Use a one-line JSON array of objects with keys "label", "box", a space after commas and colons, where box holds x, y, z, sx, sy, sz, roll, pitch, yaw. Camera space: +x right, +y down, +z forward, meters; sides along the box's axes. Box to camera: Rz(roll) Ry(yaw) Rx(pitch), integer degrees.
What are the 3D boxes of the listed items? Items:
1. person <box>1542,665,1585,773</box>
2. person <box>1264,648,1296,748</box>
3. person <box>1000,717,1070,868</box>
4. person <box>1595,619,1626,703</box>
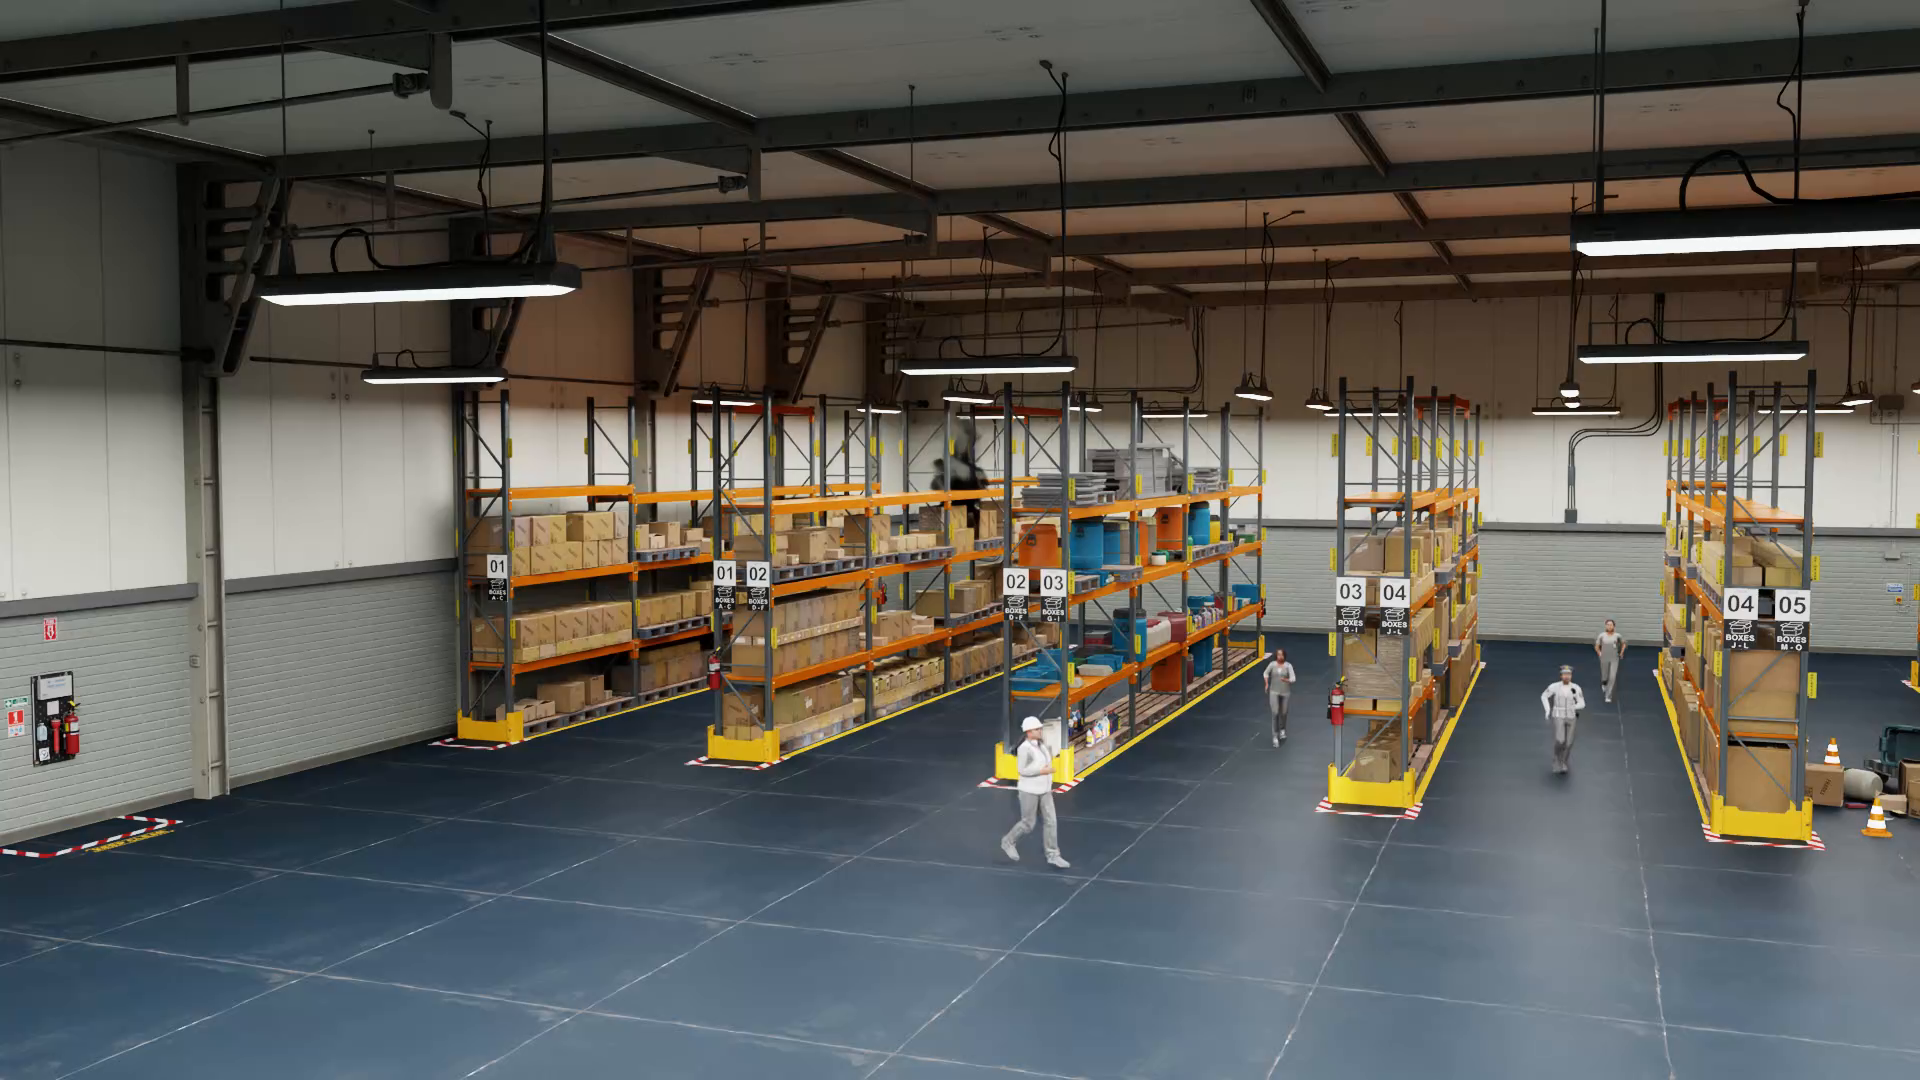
[{"label": "person", "box": [9.280, 2.749, 25.517, 0.592, 1.671, 0.626, 0, 3, 8]}, {"label": "person", "box": [5.410, 2.638, 28.144, 0.517, 1.630, 0.784, 0, 3, 8]}, {"label": "person", "box": [0.899, 2.990, 19.834, 0.906, 1.767, 0.661, 2, 4, 36]}, {"label": "person", "box": [12.858, 2.388, 32.875, 0.580, 1.633, 0.810, 1, 3, 19]}]
